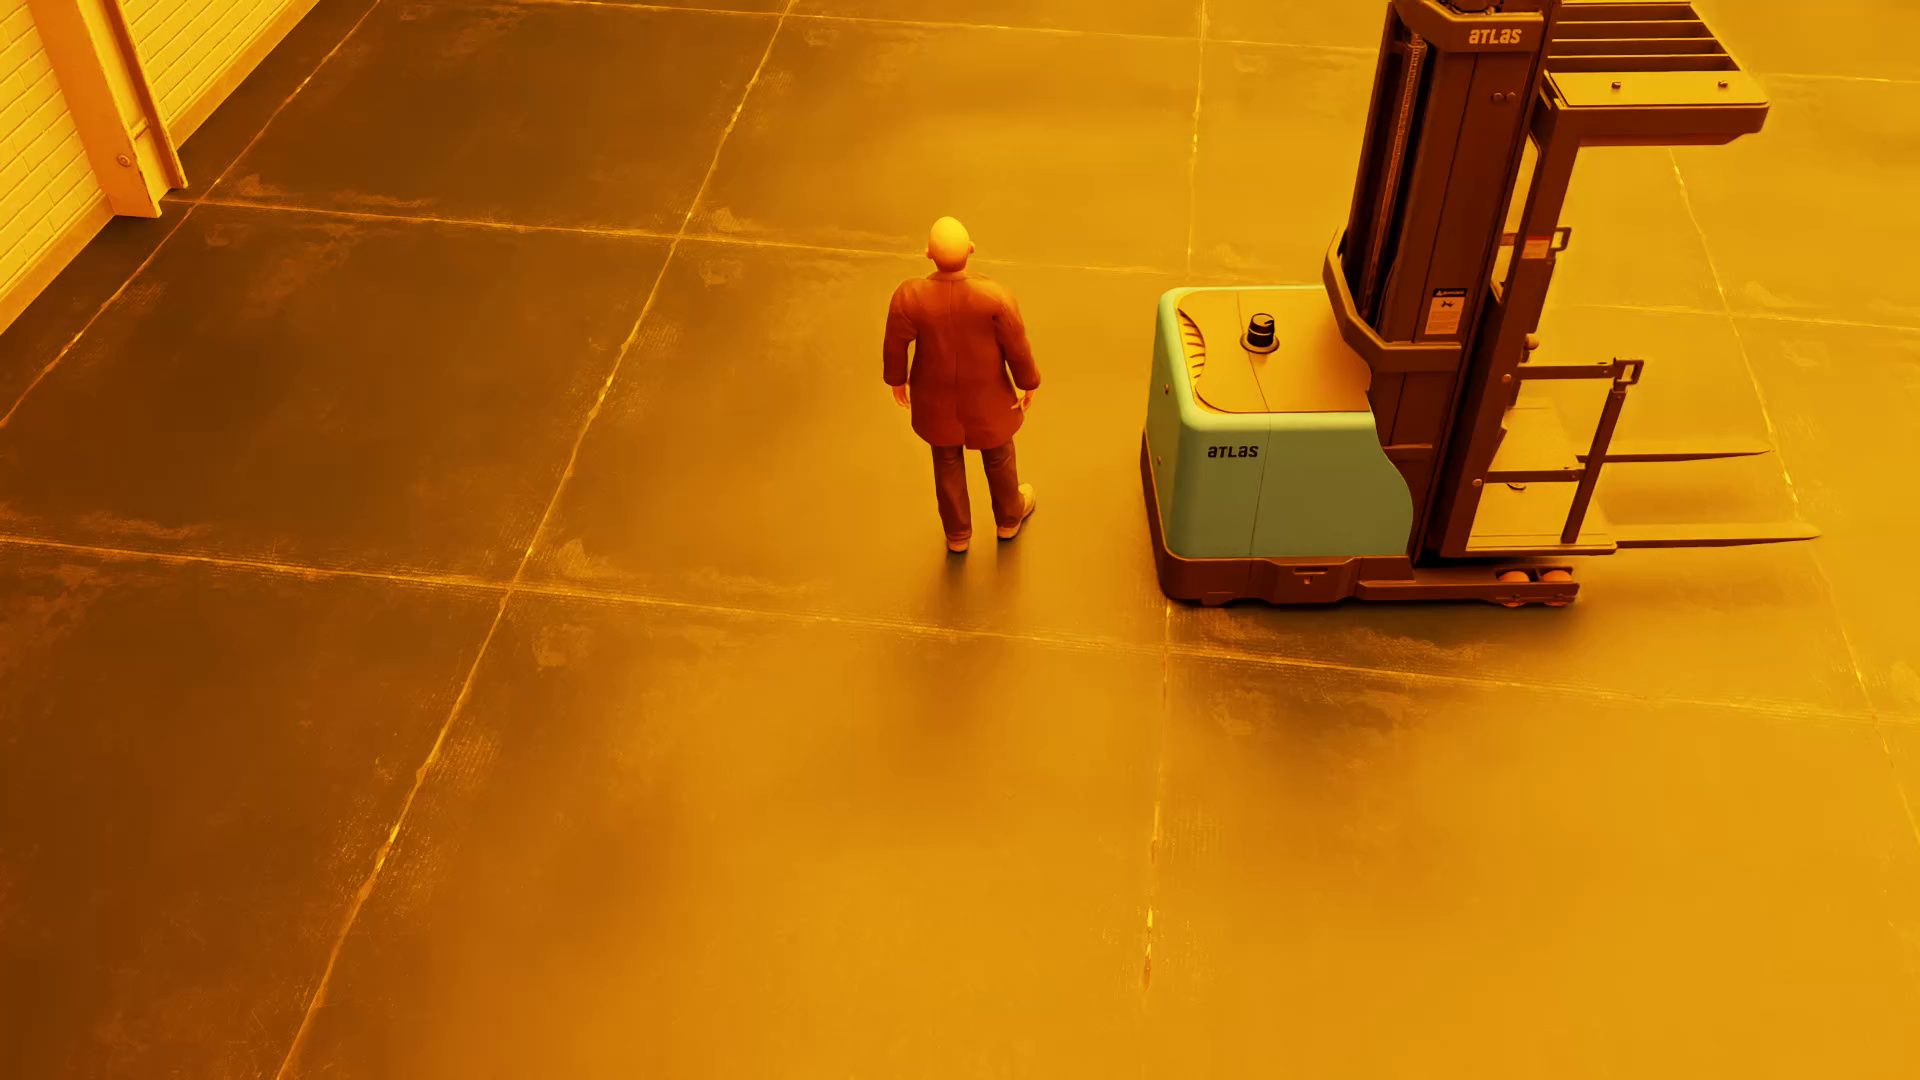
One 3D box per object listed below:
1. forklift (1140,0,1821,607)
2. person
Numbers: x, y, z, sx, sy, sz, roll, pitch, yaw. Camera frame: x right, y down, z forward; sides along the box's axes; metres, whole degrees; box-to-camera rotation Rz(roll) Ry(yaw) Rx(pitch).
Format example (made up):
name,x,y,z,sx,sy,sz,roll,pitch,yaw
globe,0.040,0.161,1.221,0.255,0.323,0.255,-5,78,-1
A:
name,x,y,z,sx,sy,sz,roll,pitch,yaw
forklift,2.411,-1.137,6.962,3.031,2.935,1.130,-1,43,-1
person,0.016,-0.721,7.352,0.696,1.777,0.579,5,43,6
